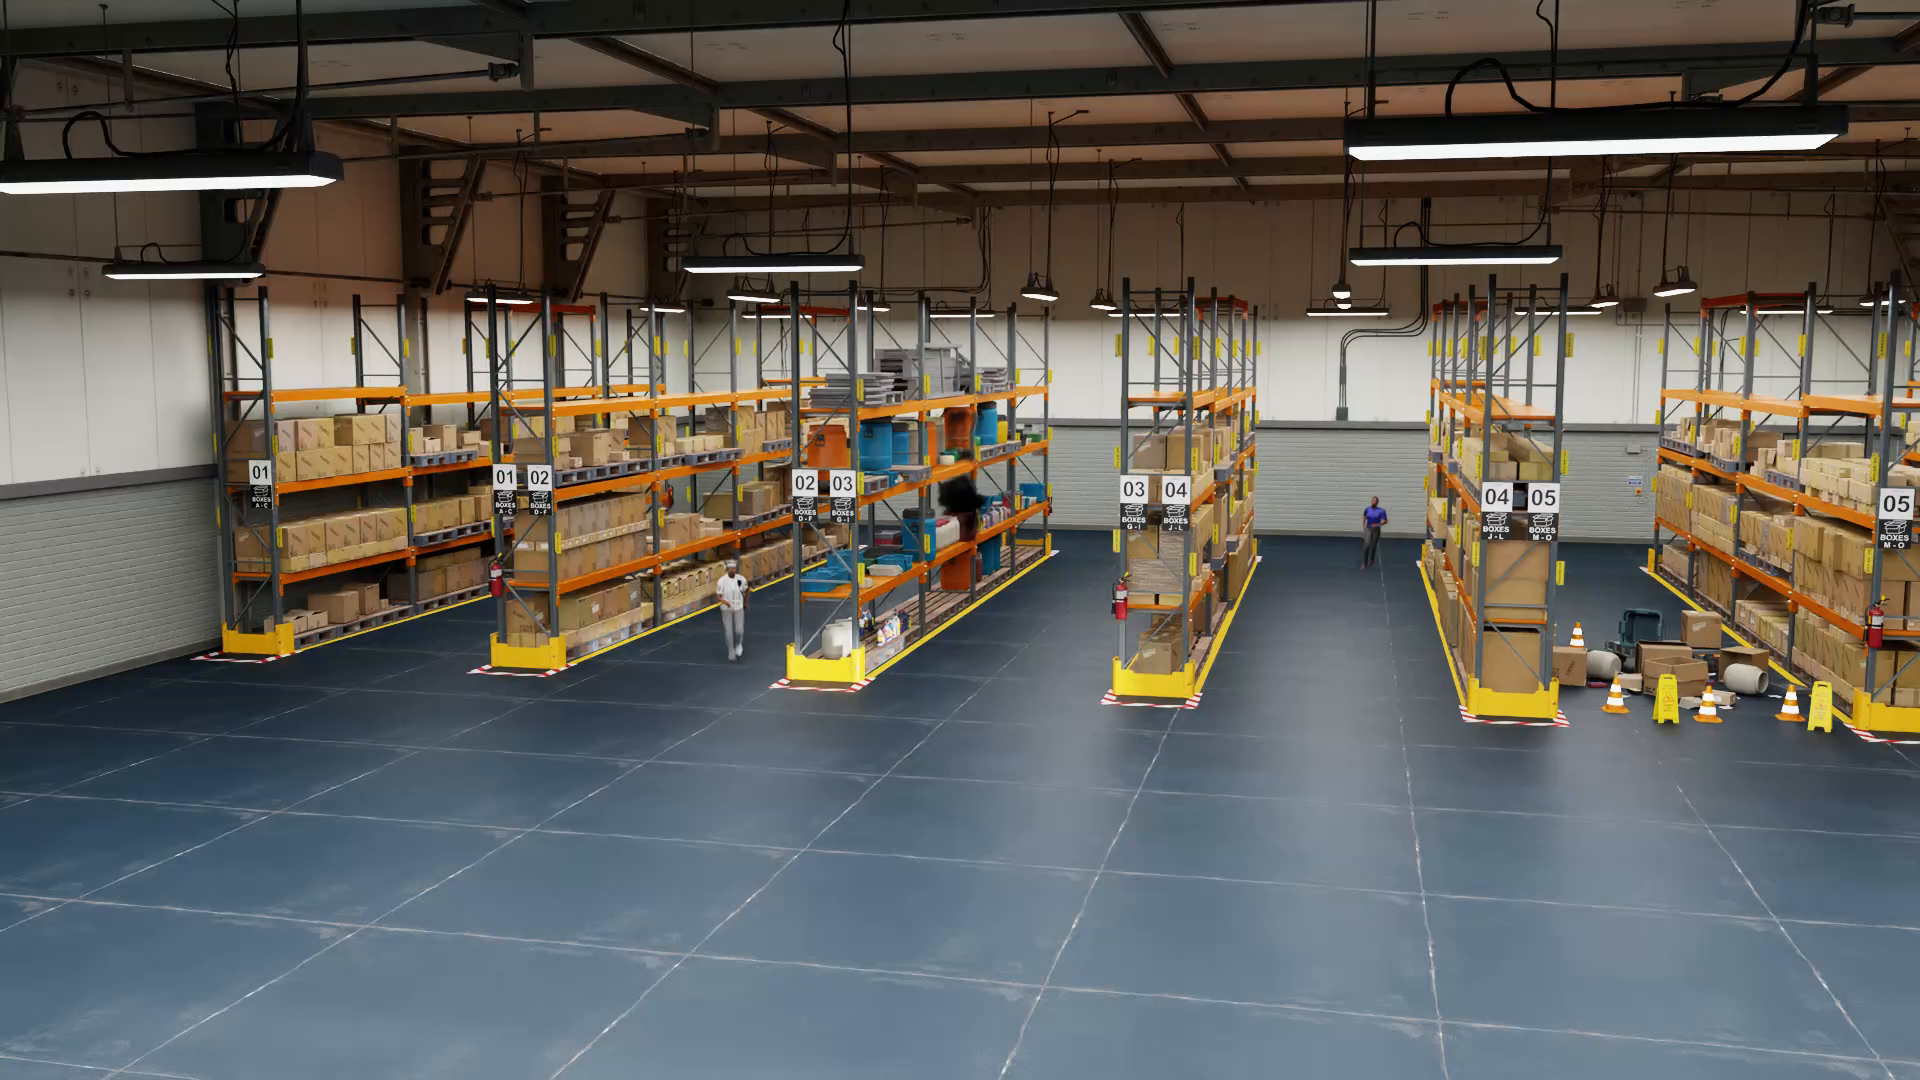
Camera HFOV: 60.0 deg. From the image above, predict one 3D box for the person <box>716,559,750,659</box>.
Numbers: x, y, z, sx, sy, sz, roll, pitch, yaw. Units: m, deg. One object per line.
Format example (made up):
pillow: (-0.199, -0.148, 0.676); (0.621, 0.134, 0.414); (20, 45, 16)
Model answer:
person: (-3.630, 1.118, 26.694); (0.551, 1.648, 0.664); (-1, 7, -11)

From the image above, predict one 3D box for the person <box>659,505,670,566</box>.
person: (-6.345, 0.056, 35.900); (0.602, 1.672, 0.840); (1, 7, 8)

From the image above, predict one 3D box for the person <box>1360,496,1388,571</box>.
person: (9.445, -0.152, 37.864); (0.579, 1.680, 0.808); (2, 7, 20)
